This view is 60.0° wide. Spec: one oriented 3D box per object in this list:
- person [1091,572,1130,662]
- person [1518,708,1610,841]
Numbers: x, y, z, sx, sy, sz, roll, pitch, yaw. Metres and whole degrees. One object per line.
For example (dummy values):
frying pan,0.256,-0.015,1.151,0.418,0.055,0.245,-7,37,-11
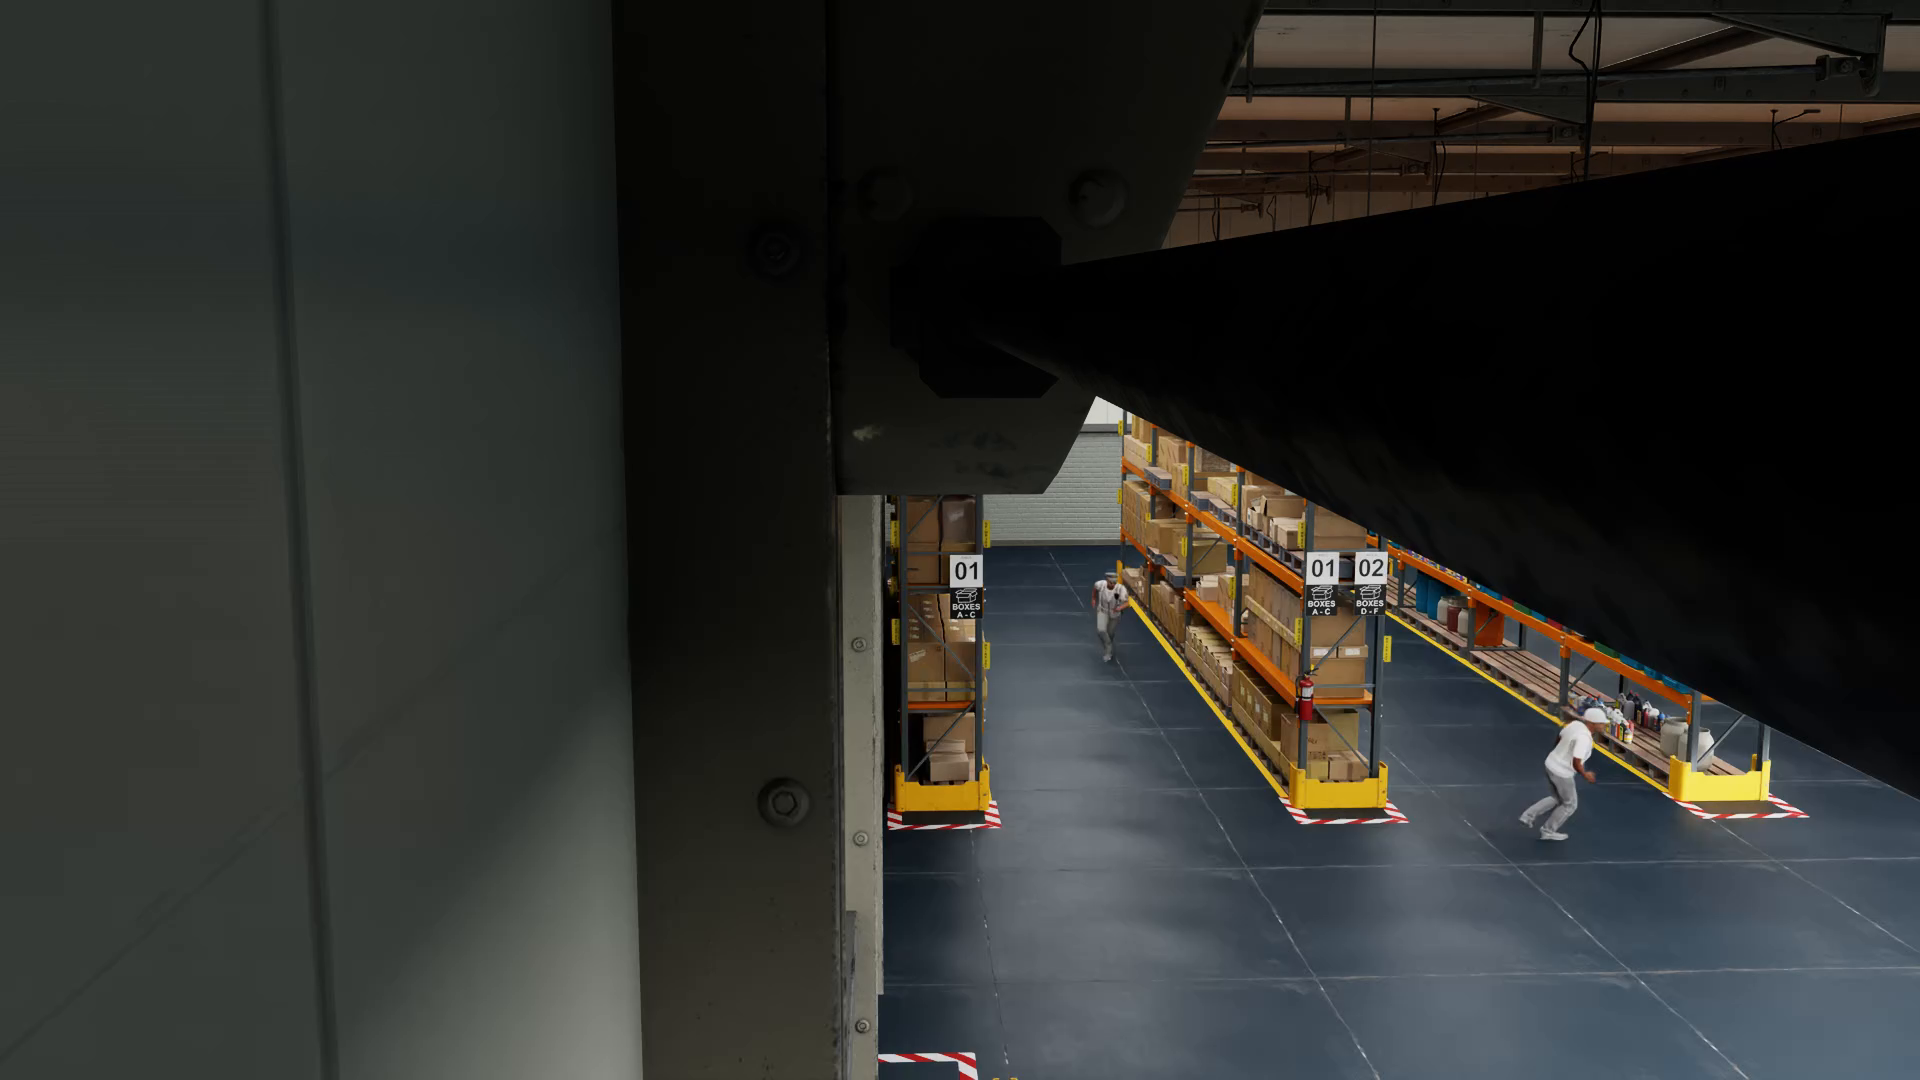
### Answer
person,2.620,1.286,28.975,0.685,1.582,1.122,1,8,8
person,7.003,2.705,19.282,0.916,1.605,0.670,1,8,6
